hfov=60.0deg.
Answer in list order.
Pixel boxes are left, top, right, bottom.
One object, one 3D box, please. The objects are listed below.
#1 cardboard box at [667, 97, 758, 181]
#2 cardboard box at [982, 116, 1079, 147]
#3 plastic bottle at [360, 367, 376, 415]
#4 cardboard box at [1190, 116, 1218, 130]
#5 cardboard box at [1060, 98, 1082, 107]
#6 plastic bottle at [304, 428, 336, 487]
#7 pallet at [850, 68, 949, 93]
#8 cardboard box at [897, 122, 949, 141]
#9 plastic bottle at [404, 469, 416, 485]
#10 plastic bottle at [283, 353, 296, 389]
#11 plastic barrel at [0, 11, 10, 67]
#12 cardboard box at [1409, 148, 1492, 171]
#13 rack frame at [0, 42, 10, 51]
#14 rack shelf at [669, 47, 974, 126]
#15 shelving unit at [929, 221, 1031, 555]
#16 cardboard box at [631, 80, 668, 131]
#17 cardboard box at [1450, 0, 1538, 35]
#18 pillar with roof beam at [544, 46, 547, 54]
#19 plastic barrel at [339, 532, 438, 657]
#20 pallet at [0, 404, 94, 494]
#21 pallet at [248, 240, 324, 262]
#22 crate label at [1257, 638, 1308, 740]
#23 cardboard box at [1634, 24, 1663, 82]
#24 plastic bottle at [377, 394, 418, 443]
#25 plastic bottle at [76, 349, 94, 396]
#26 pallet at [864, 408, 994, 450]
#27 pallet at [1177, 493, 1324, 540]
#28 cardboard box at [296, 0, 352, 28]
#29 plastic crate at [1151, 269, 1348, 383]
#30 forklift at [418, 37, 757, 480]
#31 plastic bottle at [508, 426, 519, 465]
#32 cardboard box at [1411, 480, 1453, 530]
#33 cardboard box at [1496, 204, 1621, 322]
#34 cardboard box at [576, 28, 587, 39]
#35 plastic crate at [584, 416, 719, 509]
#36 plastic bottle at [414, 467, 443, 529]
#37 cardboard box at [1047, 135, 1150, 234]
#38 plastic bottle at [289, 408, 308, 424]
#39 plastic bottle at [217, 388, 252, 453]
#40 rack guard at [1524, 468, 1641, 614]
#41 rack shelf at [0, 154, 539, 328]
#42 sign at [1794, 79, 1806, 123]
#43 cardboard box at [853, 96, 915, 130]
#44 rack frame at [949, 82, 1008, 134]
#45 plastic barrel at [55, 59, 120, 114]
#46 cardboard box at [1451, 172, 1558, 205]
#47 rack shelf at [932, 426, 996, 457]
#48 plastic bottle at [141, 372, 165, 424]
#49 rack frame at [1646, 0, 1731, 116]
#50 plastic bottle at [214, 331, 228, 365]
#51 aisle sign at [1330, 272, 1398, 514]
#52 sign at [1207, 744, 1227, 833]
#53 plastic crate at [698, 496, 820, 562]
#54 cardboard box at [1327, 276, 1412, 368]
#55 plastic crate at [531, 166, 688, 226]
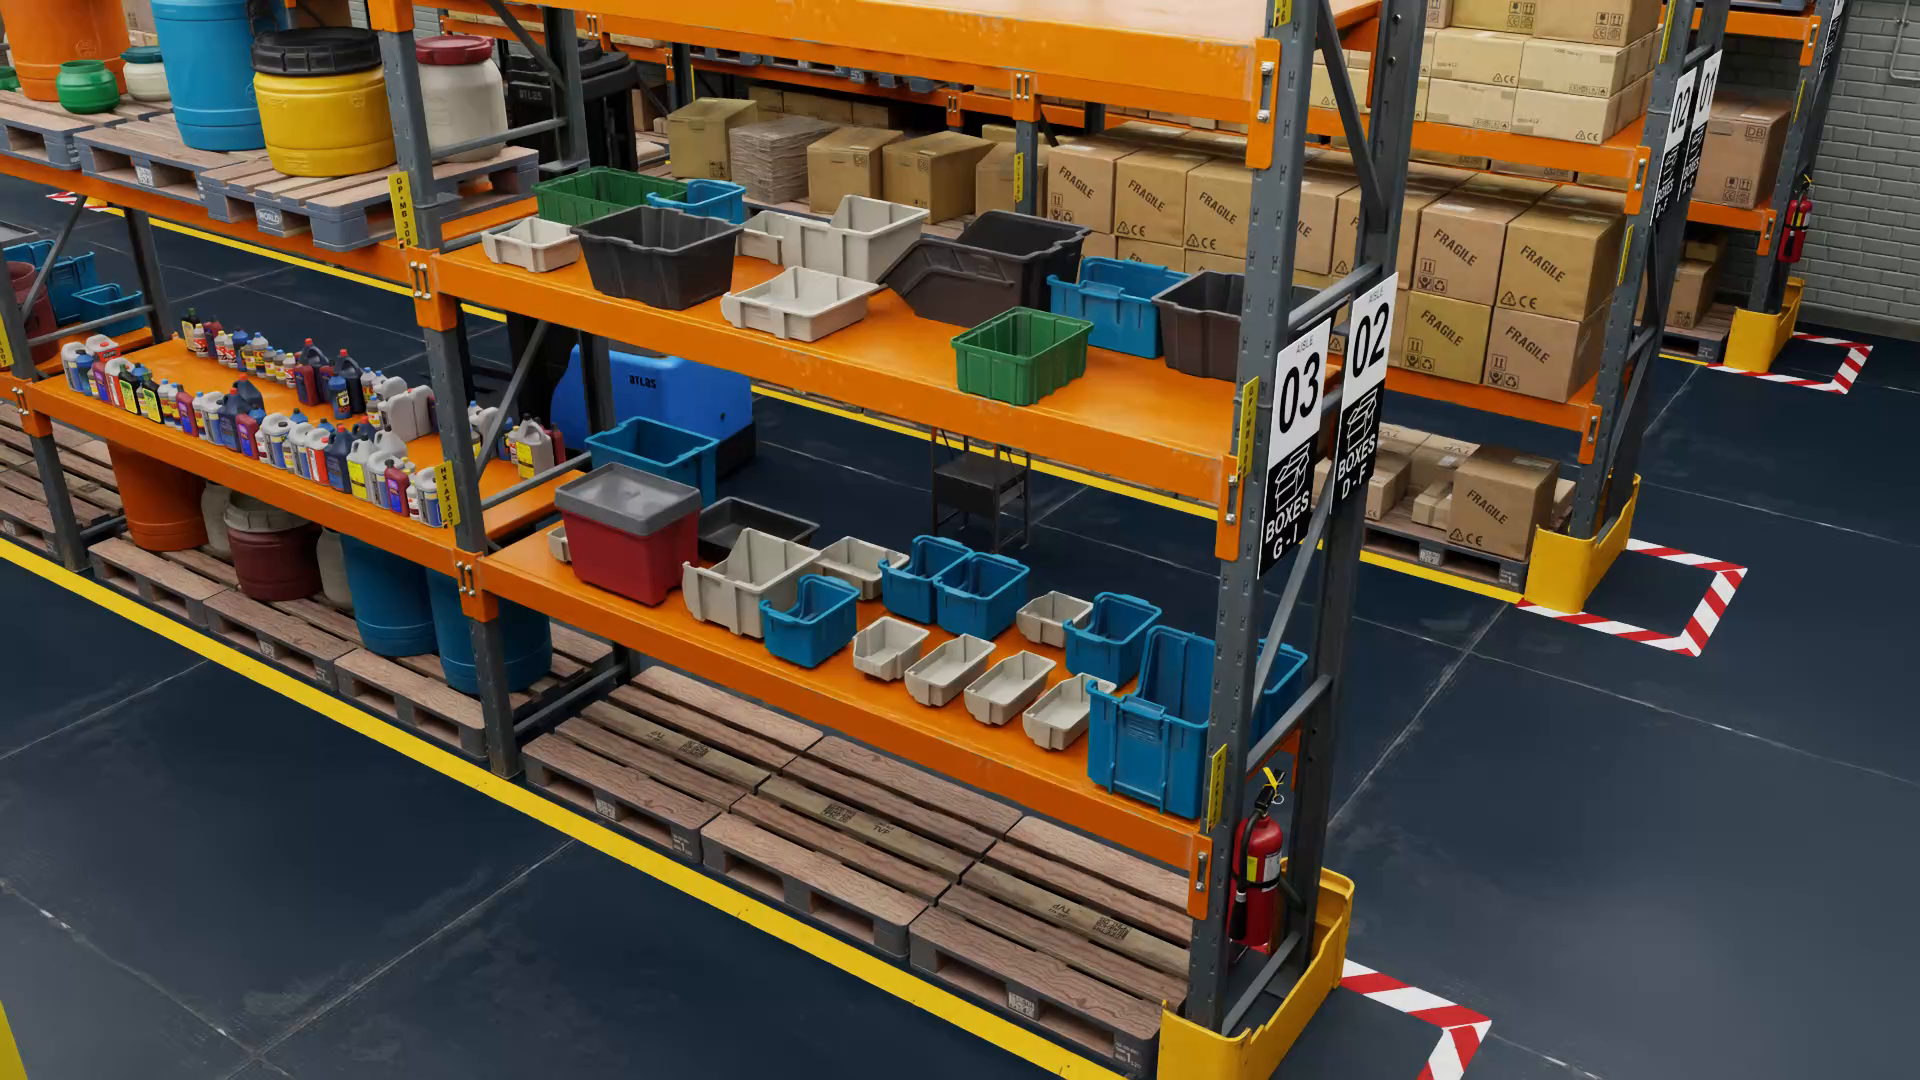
[{"bbox_3d":[-2.007,-3.283,13.594,0.500,0.500,0.700,7,28,13],"label":"cardboard box"},{"bbox_3d":[0.744,-4.015,17.513,0.750,0.750,0.750,17,31,30],"label":"cardboard box"},{"bbox_3d":[-3.381,-0.859,9.546,0.097,0.271,0.097,0,27,0],"label":"plastic bottle"},{"bbox_3d":[2.410,-4.060,15.949,0.250,0.149,0.380,17,32,30],"label":"cardboard box"},{"bbox_3d":[1.222,-4.500,16.814,0.250,0.149,0.380,18,32,31],"label":"cardboard box"},{"bbox_3d":[-3.325,-0.441,8.720,0.135,0.276,0.152,17,32,30],"label":"plastic bottle"},{"bbox_3d":[-0.436,-5.081,17.913,1.003,0.211,1.213,17,32,30],"label":"pallet"},{"bbox_3d":[-0.411,-4.271,18.380,0.500,0.500,0.700,18,32,31],"label":"cardboard box"},{"bbox_3d":[-2.794,-0.261,8.449,0.097,0.201,0.097,0,27,0],"label":"plastic bottle"},{"bbox_3d":[-3.985,-1.016,9.933,0.097,0.201,0.097,0,27,0],"label":"plastic bottle"},{"bbox_3d":[-5.951,-3.172,10.090,0.600,0.901,0.600,0,27,0],"label":"plastic barrel"},{"bbox_3d":[4.546,-3.795,14.844,0.700,0.700,0.980,16,31,29],"label":"cardboard box"},{"bbox_3d":[-5.397,-3.993,8.949,0.127,3.000,1.000,17,32,30],"label":"rack frame"},{"bbox_3d":[-1.437,-5.217,18.760,4.000,0.370,1.077,17,32,30],"label":"rack shelf"},{"bbox_3d":[0.136,-0.893,10.464,0.503,2.100,0.431,17,32,30],"label":"shelving unit"},{"bbox_3d":[-3.963,-5.384,20.568,0.500,0.500,0.500,15,30,27],"label":"cardboard box"},{"bbox_3d":[3.208,-3.229,9.542,0.500,0.500,0.700,17,32,30],"label":"cardboard box"},{"bbox_3d":[-7.753,-8.286,17.384,0.400,9.000,9.100,17,32,30],"label":"pillar with roof beam"},{"bbox_3d":[-3.122,0.128,9.317,0.708,0.901,0.600,17,32,30],"label":"plastic barrel"},{"bbox_3d":[-7.015,-0.604,11.978,1.213,0.211,1.003,17,32,30],"label":"pallet"},{"bbox_3d":[-6.519,-3.175,17.030,1.213,0.211,1.003,17,32,30],"label":"pallet"},{"bbox_3d":[1.180,0.596,6.664,0.303,0.233,0.416,17,32,30],"label":"crate label"},{"bbox_3d":[3.729,-2.838,9.601,0.500,0.250,0.500,17,32,30],"label":"cardboard box"},{"bbox_3d":[-3.115,-0.680,9.189,0.135,0.276,0.152,17,32,30],"label":"plastic bottle"},{"bbox_3d":[-5.143,-0.990,9.805,0.097,0.271,0.097,0,27,0],"label":"plastic bottle"},{"bbox_3d":[0.016,-1.095,12.944,1.213,0.211,1.003,17,32,30],"label":"pallet"},{"bbox_3d":[2.283,-0.411,11.599,1.213,0.211,1.003,17,32,30],"label":"pallet"},{"bbox_3d":[-6.256,-4.932,15.868,0.500,0.500,0.700,17,32,31],"label":"cardboard box"},{"bbox_3d":[1.038,-0.747,6.022,0.590,0.269,0.497,17,32,30],"label":"plastic crate"},{"bbox_3d":[-3.037,-2.005,11.733,3.031,2.935,1.130,13,30,23],"label":"forklift"},{"bbox_3d":[-2.376,-0.515,8.947,0.097,0.201,0.097,0,27,0],"label":"plastic bottle"},{"bbox_3d":[3.134,-0.235,10.817,0.250,0.166,0.380,17,32,30],"label":"cardboard box"},{"bbox_3d":[3.482,-1.618,9.684,0.500,0.500,0.500,17,32,30],"label":"cardboard box"},{"bbox_3d":[-4.476,-6.256,20.152,0.500,0.250,0.500,17,32,30],"label":"cardboard box"},{"bbox_3d":[-1.522,-0.320,8.297,0.575,0.384,0.392,17,32,30],"label":"plastic crate"},{"bbox_3d":[-2.608,-0.218,8.281,0.135,0.276,0.152,17,32,30],"label":"plastic bottle"},{"bbox_3d":[0.937,-2.407,11.235,0.500,0.500,0.500,18,32,32],"label":"cardboard box"},{"bbox_3d":[-3.571,-0.584,9.007,0.097,0.271,0.097,0,27,0],"label":"plastic bottle"},{"bbox_3d":[-3.951,-0.667,9.082,0.185,0.351,0.144,17,32,30],"label":"plastic bottle"},{"bbox_3d":[3.942,-0.022,10.516,0.348,0.500,1.175,17,32,30],"label":"rack guard"},{"bbox_3d":[-3.749,-1.822,8.784,4.000,0.370,1.077,17,32,30],"label":"rack shelf"},{"bbox_3d":[6.488,-3.392,12.843,0.005,0.325,0.100,17,32,30],"label":"sign"},{"bbox_3d":[-0.845,-4.775,18.544,0.500,0.250,0.500,18,32,31],"label":"cardboard box"},{"bbox_3d":[0.212,-5.024,17.588,0.127,3.000,1.000,17,32,30],"label":"rack frame"},{"bbox_3d":[-4.654,-2.417,8.866,0.294,0.245,0.294,0,27,0],"label":"plastic barrel"},{"bbox_3d":[3.353,-1.950,10.337,0.500,0.500,0.500,18,32,31],"label":"cardboard box"},{"bbox_3d":[0.136,-0.881,10.470,0.480,0.518,0.431,17,32,30],"label":"rack shelf"},{"bbox_3d":[-4.567,-0.806,9.430,0.133,0.283,0.061,17,32,30],"label":"plastic bottle"},{"bbox_3d":[4.005,-3.790,8.550,0.127,3.000,1.000,17,32,30],"label":"rack frame"},{"bbox_3d":[-4.547,-1.191,10.276,0.097,0.201,0.097,0,27,0],"label":"plastic bottle"},{"bbox_3d":[1.425,-0.517,5.866,0.004,0.787,0.394,17,32,30],"label":"aisle sign"},{"bbox_3d":[0.899,0.872,5.824,0.005,0.325,0.100,17,32,30],"label":"sign"},{"bbox_3d":[-1.025,-0.010,7.973,0.590,0.125,0.437,17,32,30],"label":"plastic crate"},{"bbox_3d":[2.644,-1.436,10.429,0.500,0.500,0.500,18,32,31],"label":"cardboard box"},{"bbox_3d":[-1.580,-1.539,7.668,0.662,0.188,0.450,17,32,30],"label":"plastic crate"}]
